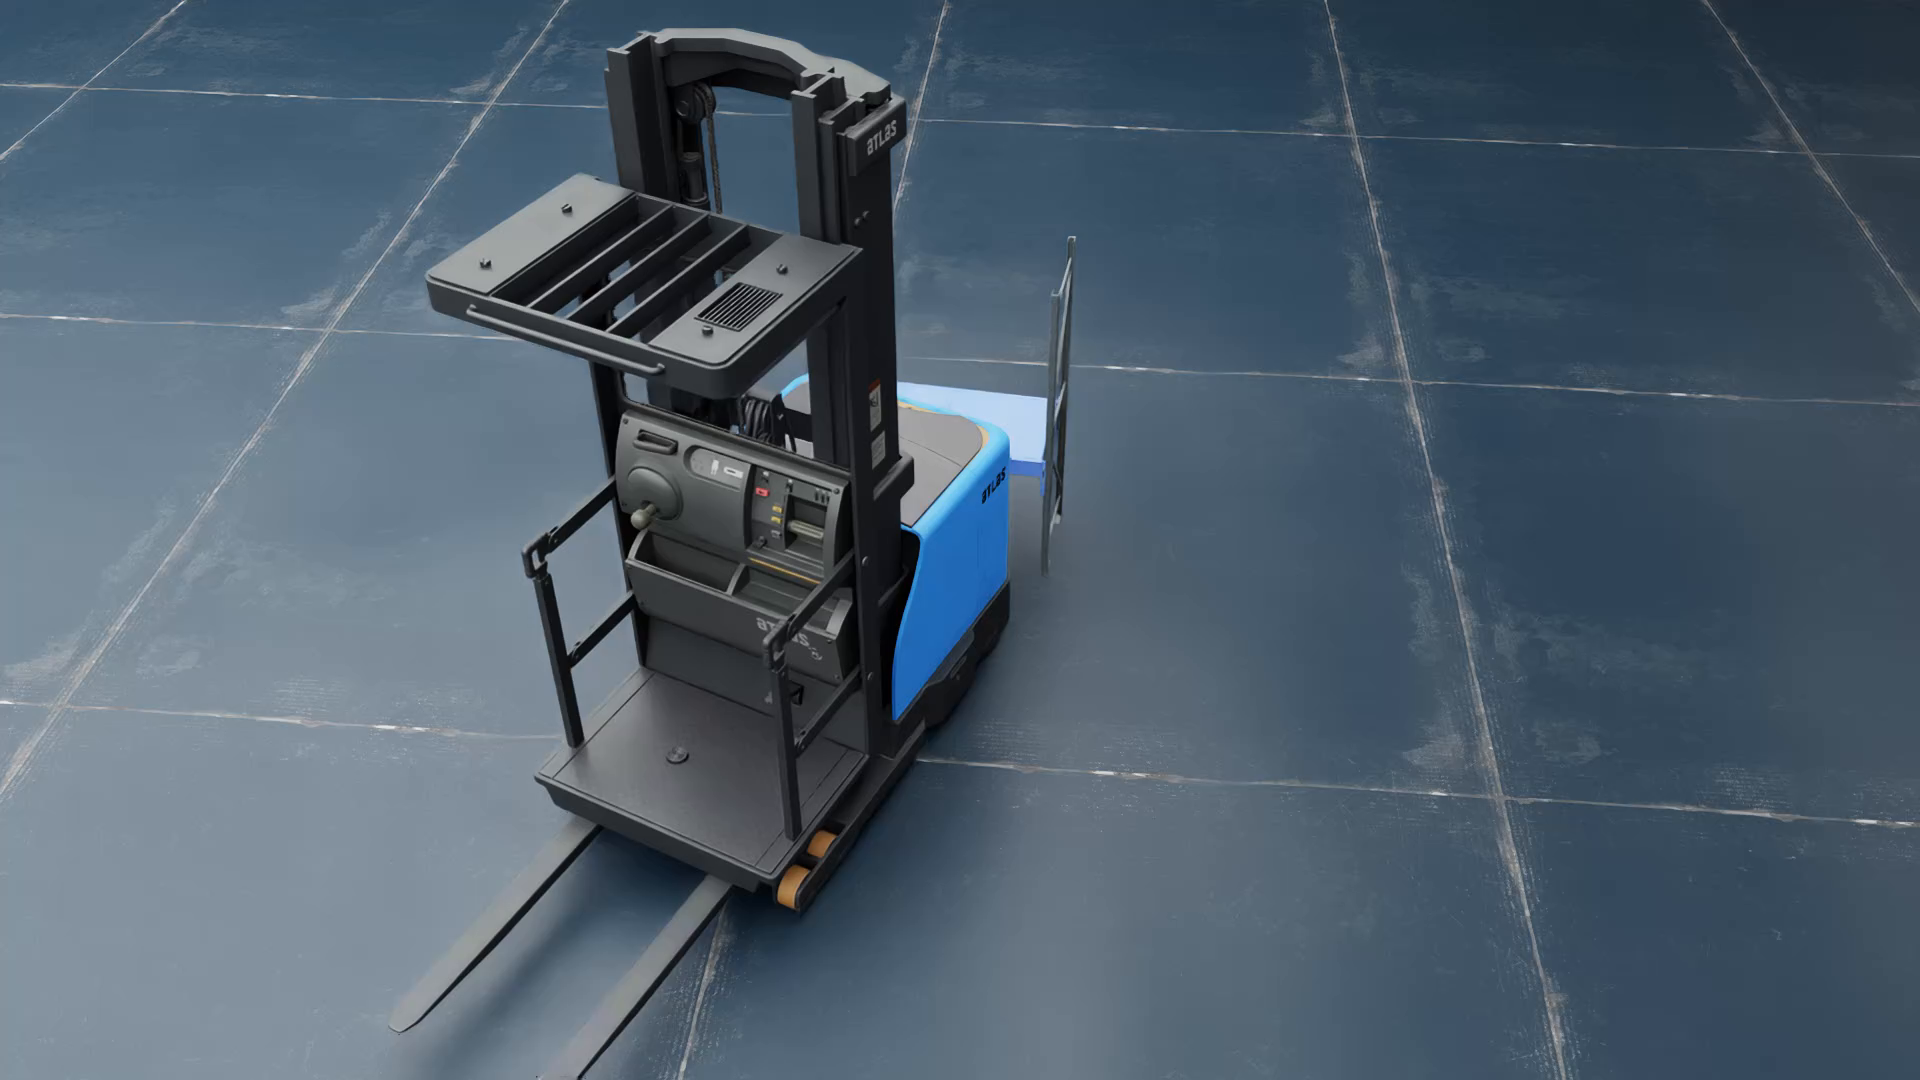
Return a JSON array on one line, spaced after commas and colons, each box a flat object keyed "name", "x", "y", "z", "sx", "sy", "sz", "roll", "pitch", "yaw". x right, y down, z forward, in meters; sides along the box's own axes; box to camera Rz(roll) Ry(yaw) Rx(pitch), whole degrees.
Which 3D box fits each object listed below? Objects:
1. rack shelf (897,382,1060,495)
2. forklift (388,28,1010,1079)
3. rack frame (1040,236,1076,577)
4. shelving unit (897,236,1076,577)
[{"name": "rack shelf", "x": -0.064, "y": -0.491, "z": 7.621, "sx": 1.000, "sy": 0.185, "sz": 0.538, "roll": 7, "pitch": 40, "yaw": 9}, {"name": "forklift", "x": -0.916, "y": -0.082, "z": 5.699, "sx": 1.130, "sy": 2.935, "sz": 3.031, "roll": 18, "pitch": 43, "yaw": 21}, {"name": "rack frame", "x": 0.435, "y": -0.569, "z": 7.431, "sx": 0.032, "sy": 1.500, "sz": 0.500, "roll": 7, "pitch": 40, "yaw": 9}, {"name": "shelving unit", "x": -0.064, "y": -0.631, "z": 7.508, "sx": 1.048, "sy": 1.500, "sz": 0.538, "roll": 7, "pitch": 40, "yaw": 9}]
